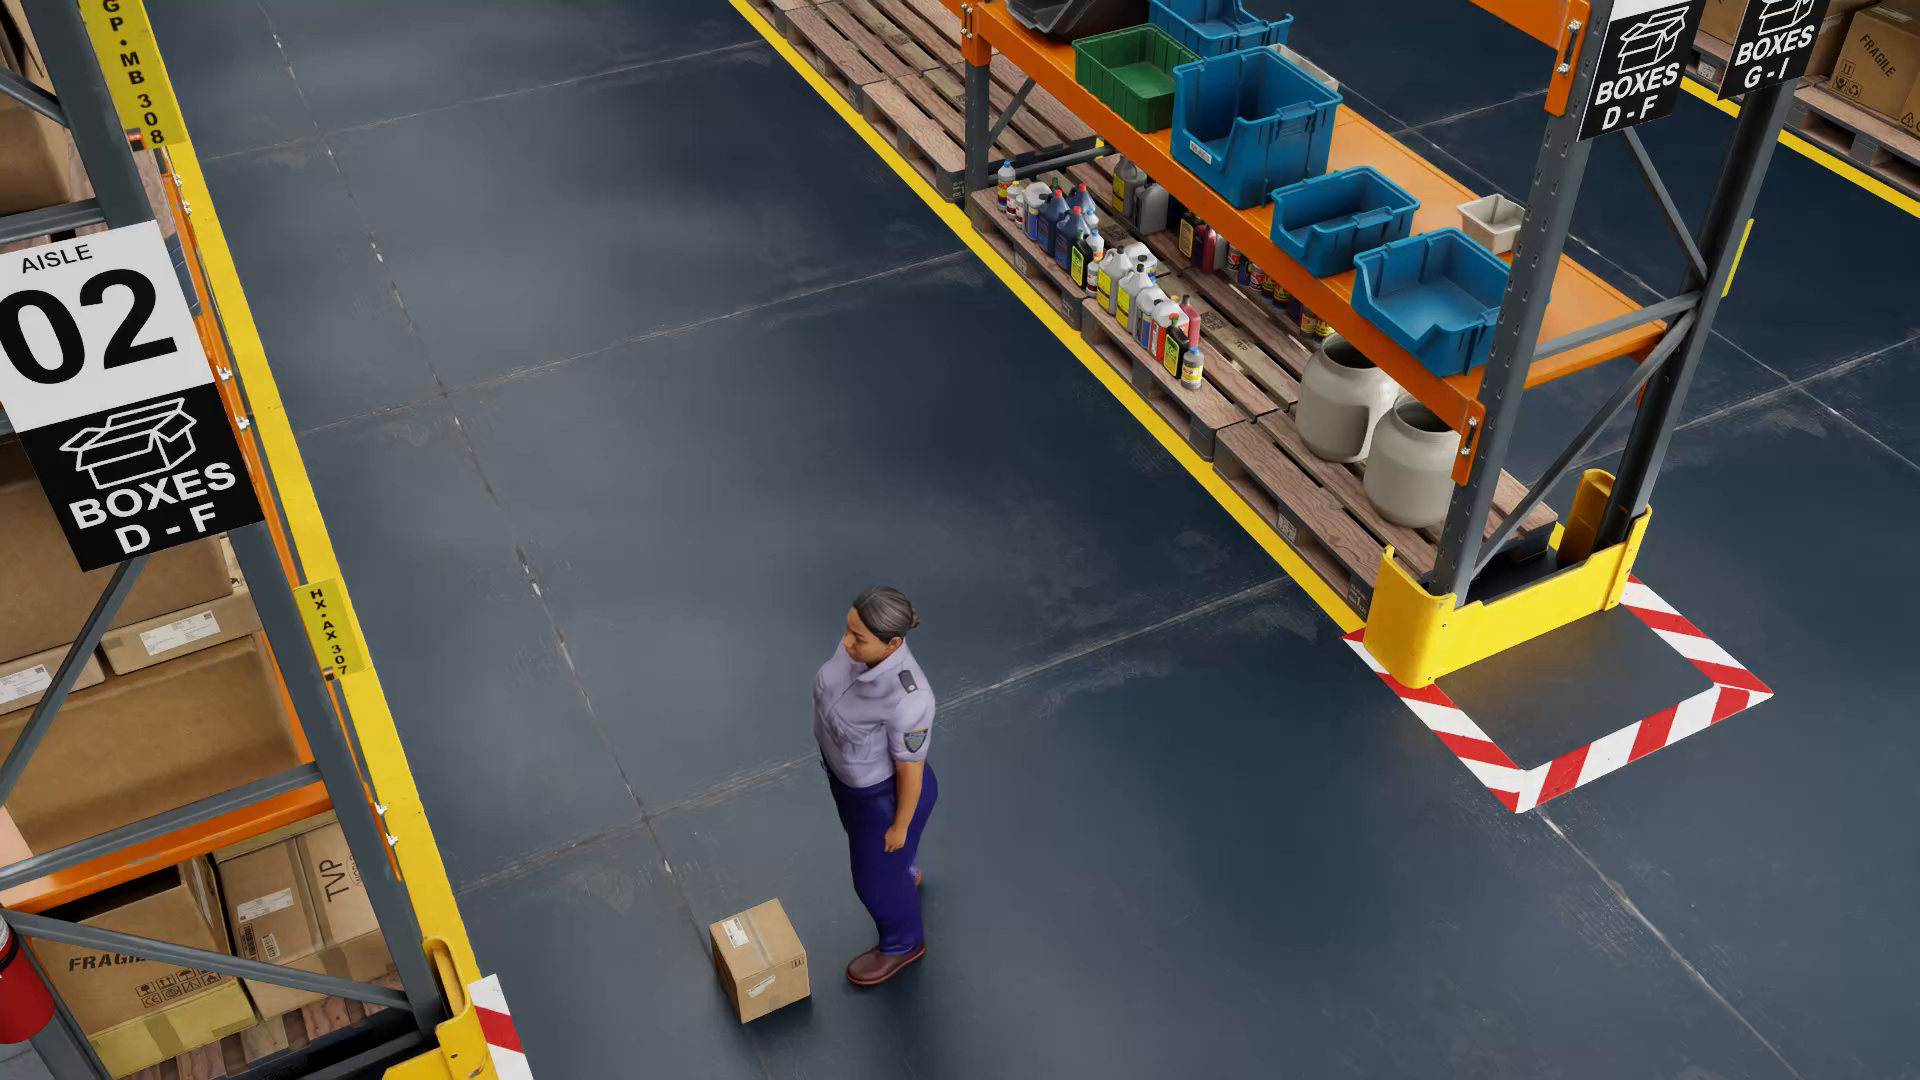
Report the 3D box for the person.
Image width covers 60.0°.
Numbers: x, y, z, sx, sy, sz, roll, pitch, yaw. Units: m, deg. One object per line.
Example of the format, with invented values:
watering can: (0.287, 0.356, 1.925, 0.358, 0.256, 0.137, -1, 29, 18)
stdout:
person: (-0.257, 0.797, 5.331, 0.408, 1.716, 0.469, -18, 45, -19)
